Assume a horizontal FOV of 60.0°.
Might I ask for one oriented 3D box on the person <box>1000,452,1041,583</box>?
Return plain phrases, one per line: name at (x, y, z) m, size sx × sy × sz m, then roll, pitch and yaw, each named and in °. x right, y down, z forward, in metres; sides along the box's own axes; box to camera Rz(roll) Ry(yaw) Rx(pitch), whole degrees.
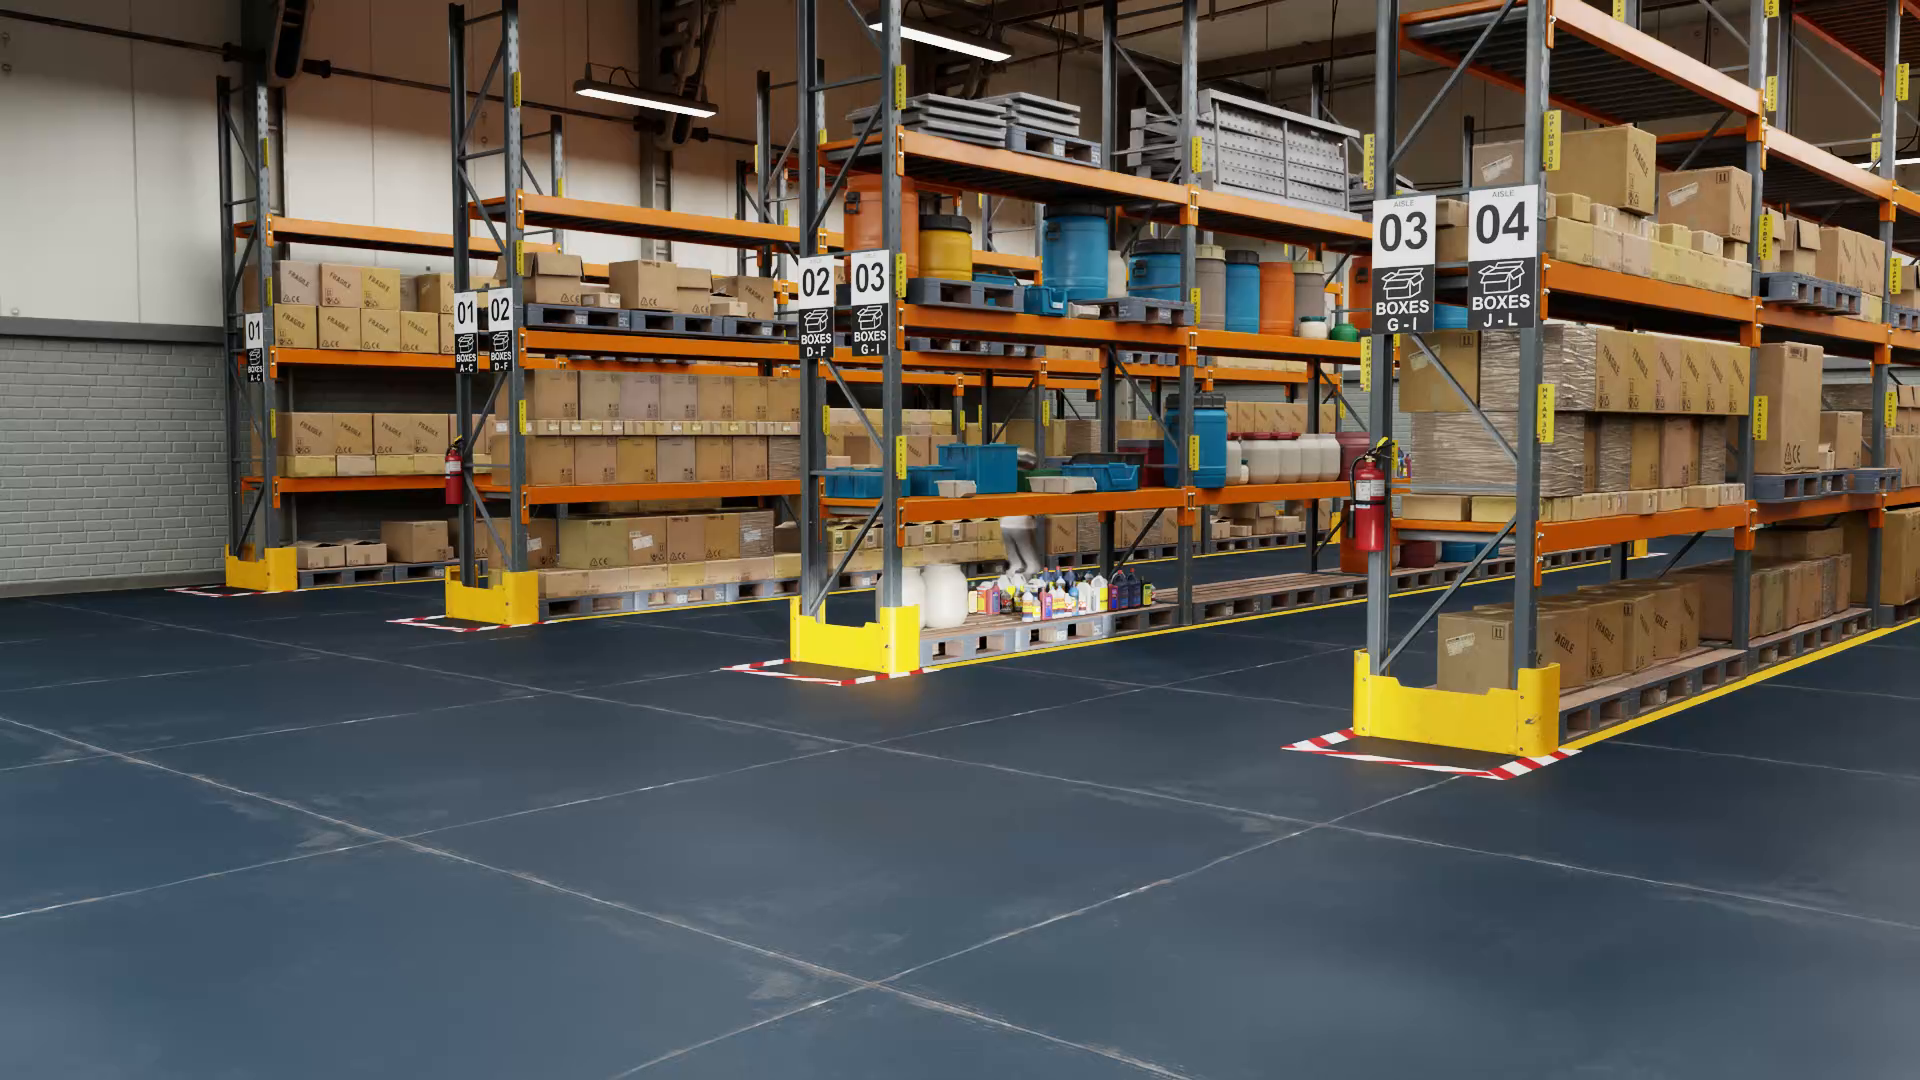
person at (0.610, -0.074, 16.953) m, size 0.409 × 1.636 × 0.450 m, roll -3°, pitch 5°, yaw -39°
